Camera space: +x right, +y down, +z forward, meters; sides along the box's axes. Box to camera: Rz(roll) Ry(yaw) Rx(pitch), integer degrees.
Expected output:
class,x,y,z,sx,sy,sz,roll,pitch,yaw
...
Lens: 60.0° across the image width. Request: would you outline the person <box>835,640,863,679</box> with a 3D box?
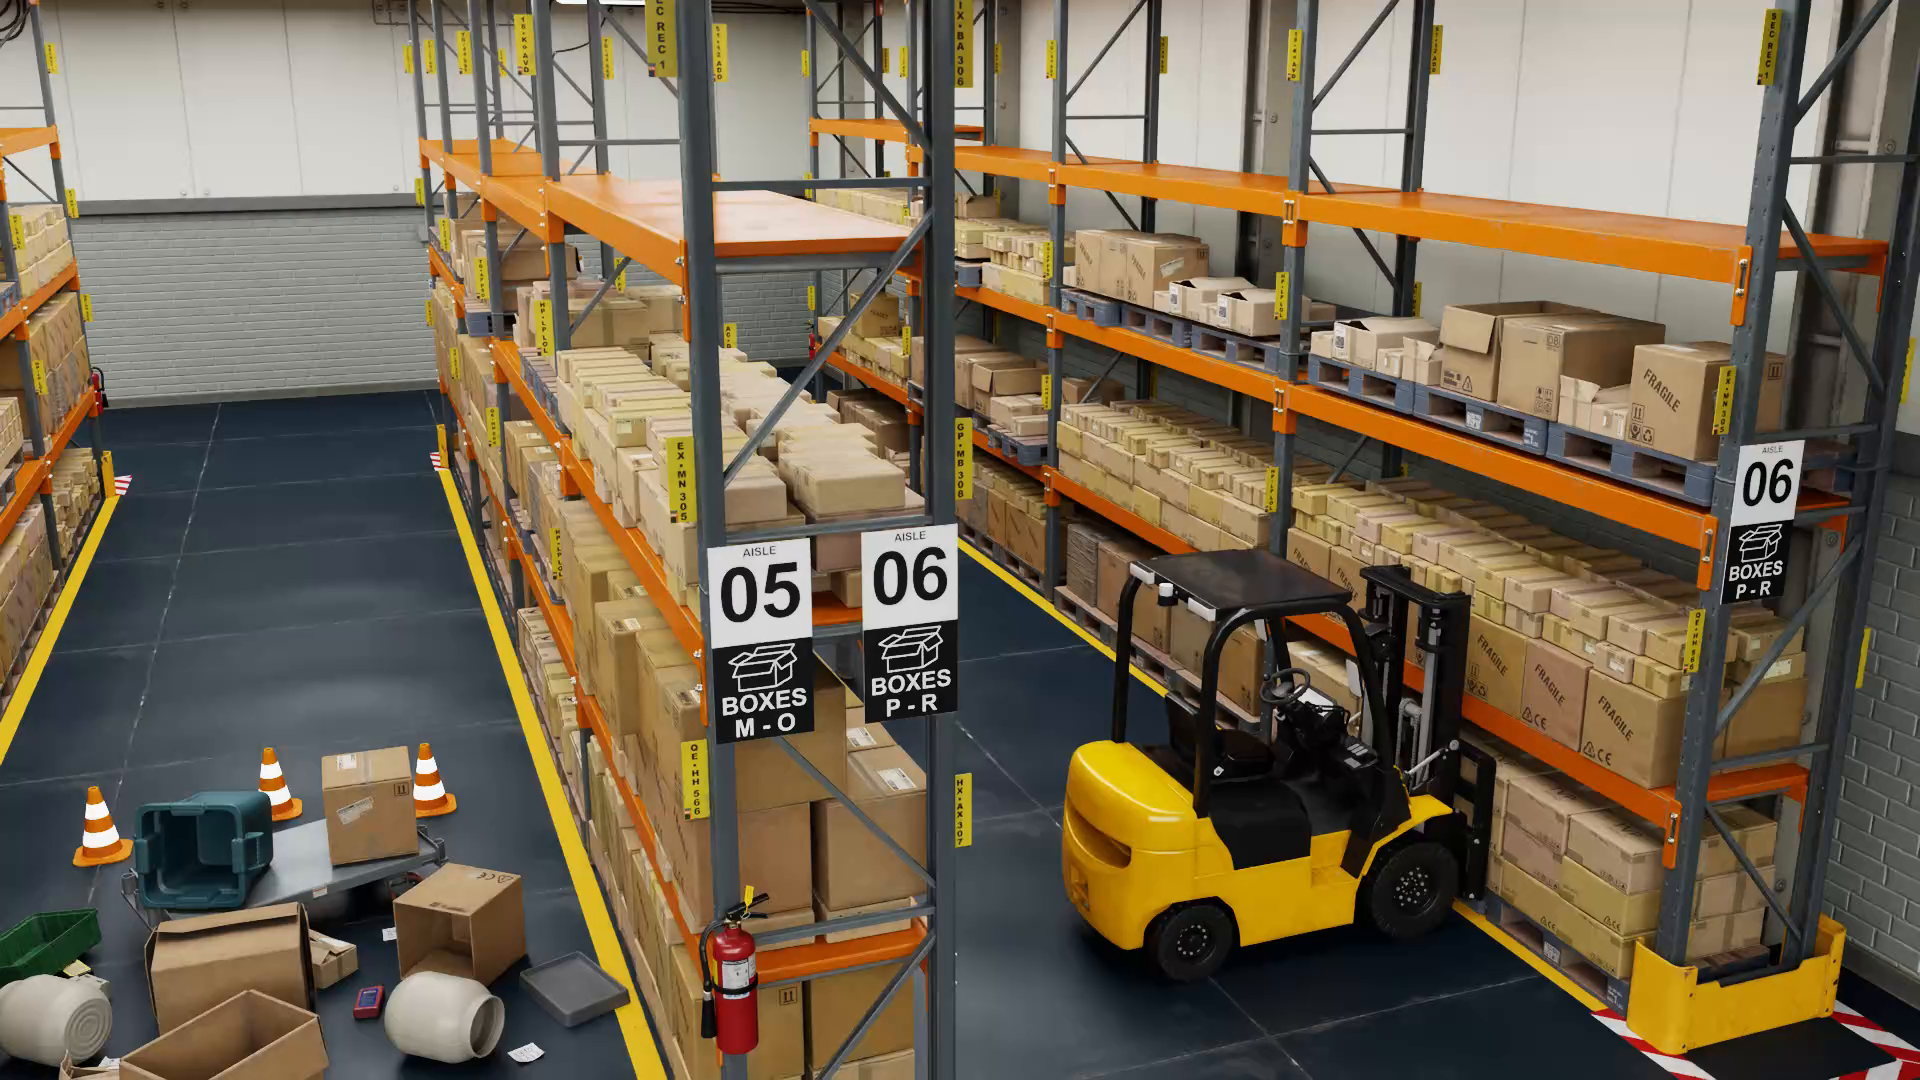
class,x,y,z,sx,sy,sz,roll,pitch,yaw
person,-0.775,0.615,13.793,0.491,1.153,0.922,-7,17,-22
